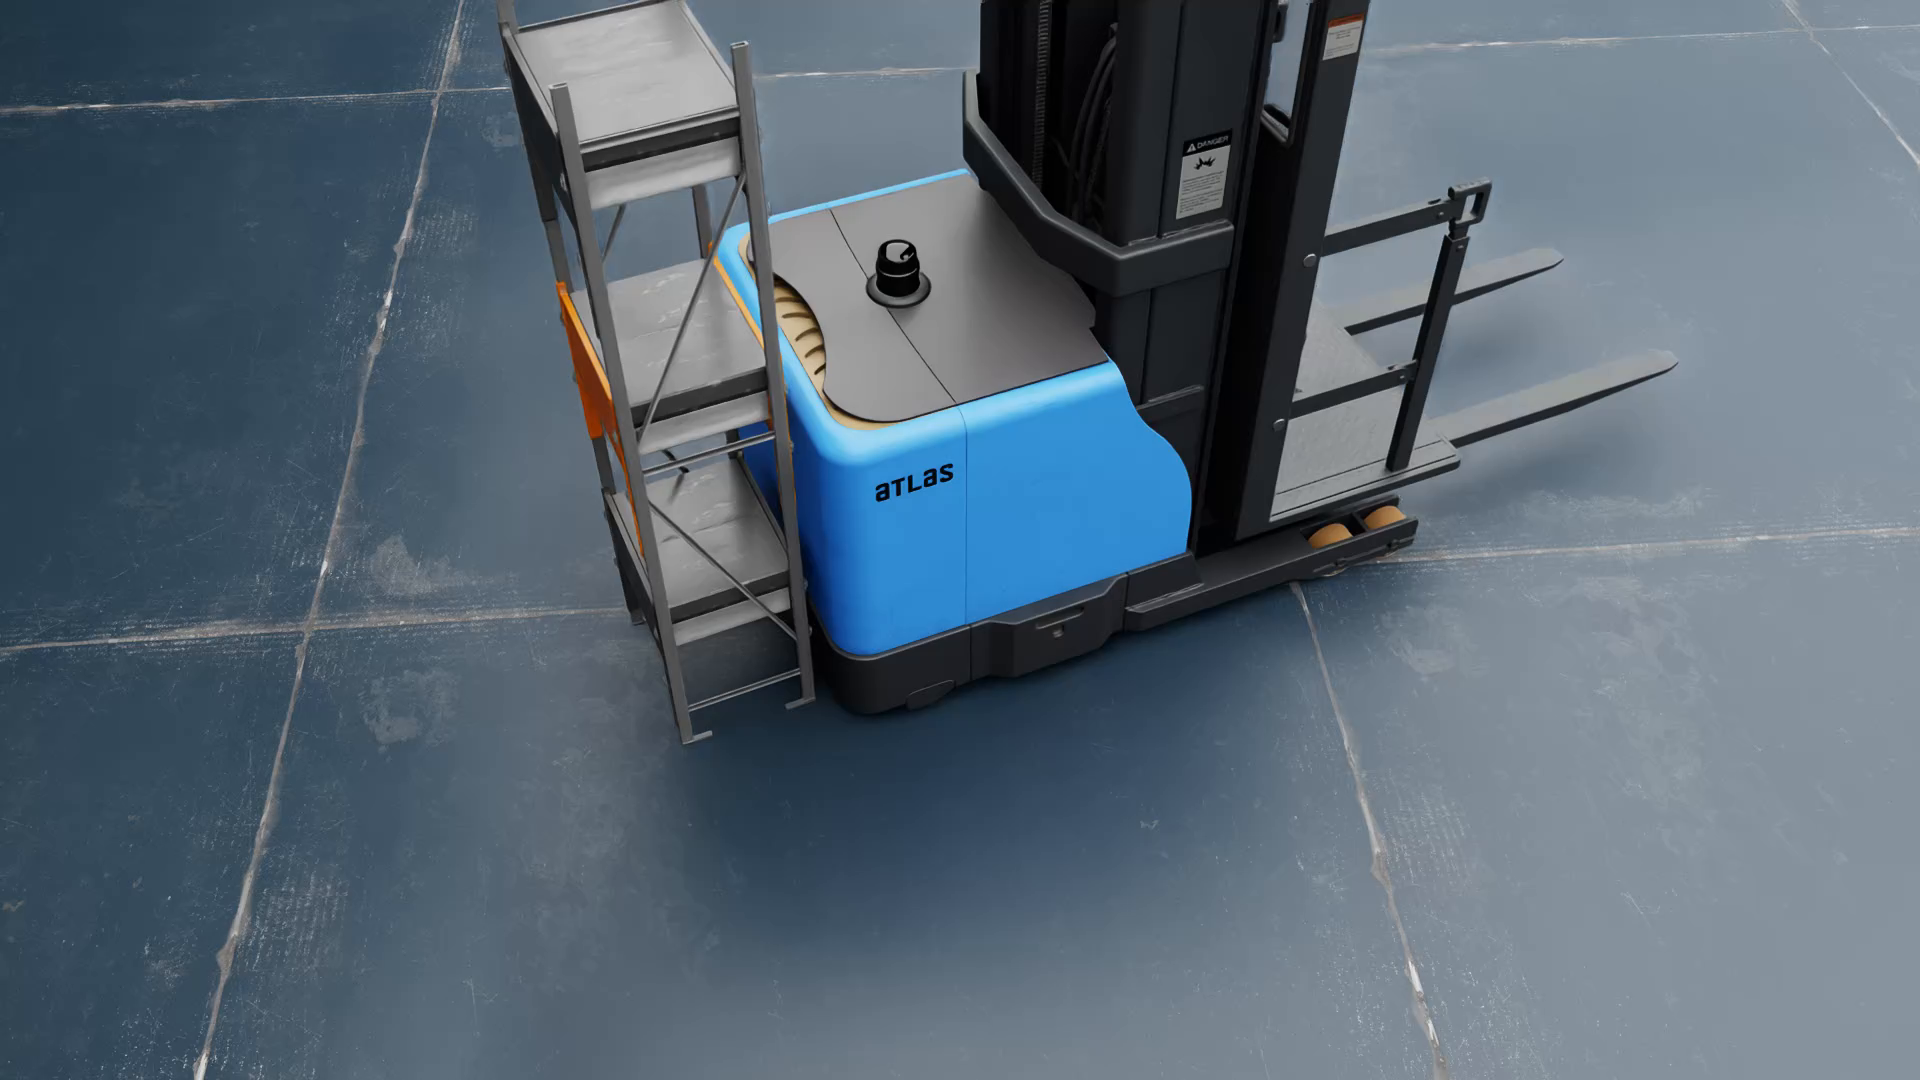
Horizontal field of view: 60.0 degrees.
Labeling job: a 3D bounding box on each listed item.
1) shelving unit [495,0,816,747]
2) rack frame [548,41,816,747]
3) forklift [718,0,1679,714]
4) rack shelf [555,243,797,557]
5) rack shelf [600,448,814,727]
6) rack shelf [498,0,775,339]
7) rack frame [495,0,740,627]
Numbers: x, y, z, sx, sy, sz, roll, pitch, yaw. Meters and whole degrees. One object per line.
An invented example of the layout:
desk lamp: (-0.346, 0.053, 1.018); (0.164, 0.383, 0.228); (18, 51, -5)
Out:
shelving unit: (-0.703, -0.365, 4.149); (0.431, 2.100, 0.503); (-18, 49, -16)
rack frame: (-0.602, -0.203, 3.996); (0.400, 2.100, 0.015); (-18, 49, -16)
forklift: (0.862, -1.231, 4.397); (3.031, 2.935, 1.130); (-18, 49, -16)
rack shelf: (-0.703, -0.355, 4.159); (0.431, 0.518, 0.480); (-18, 49, -16)
rack shelf: (-0.703, 0.126, 4.667); (0.431, 0.518, 0.480); (-18, 49, -16)
rack shelf: (-0.703, -0.836, 3.651); (0.431, 0.518, 0.480); (-18, 49, -16)
rack frame: (-0.804, -0.526, 4.302); (0.400, 2.100, 0.015); (-18, 49, -16)
